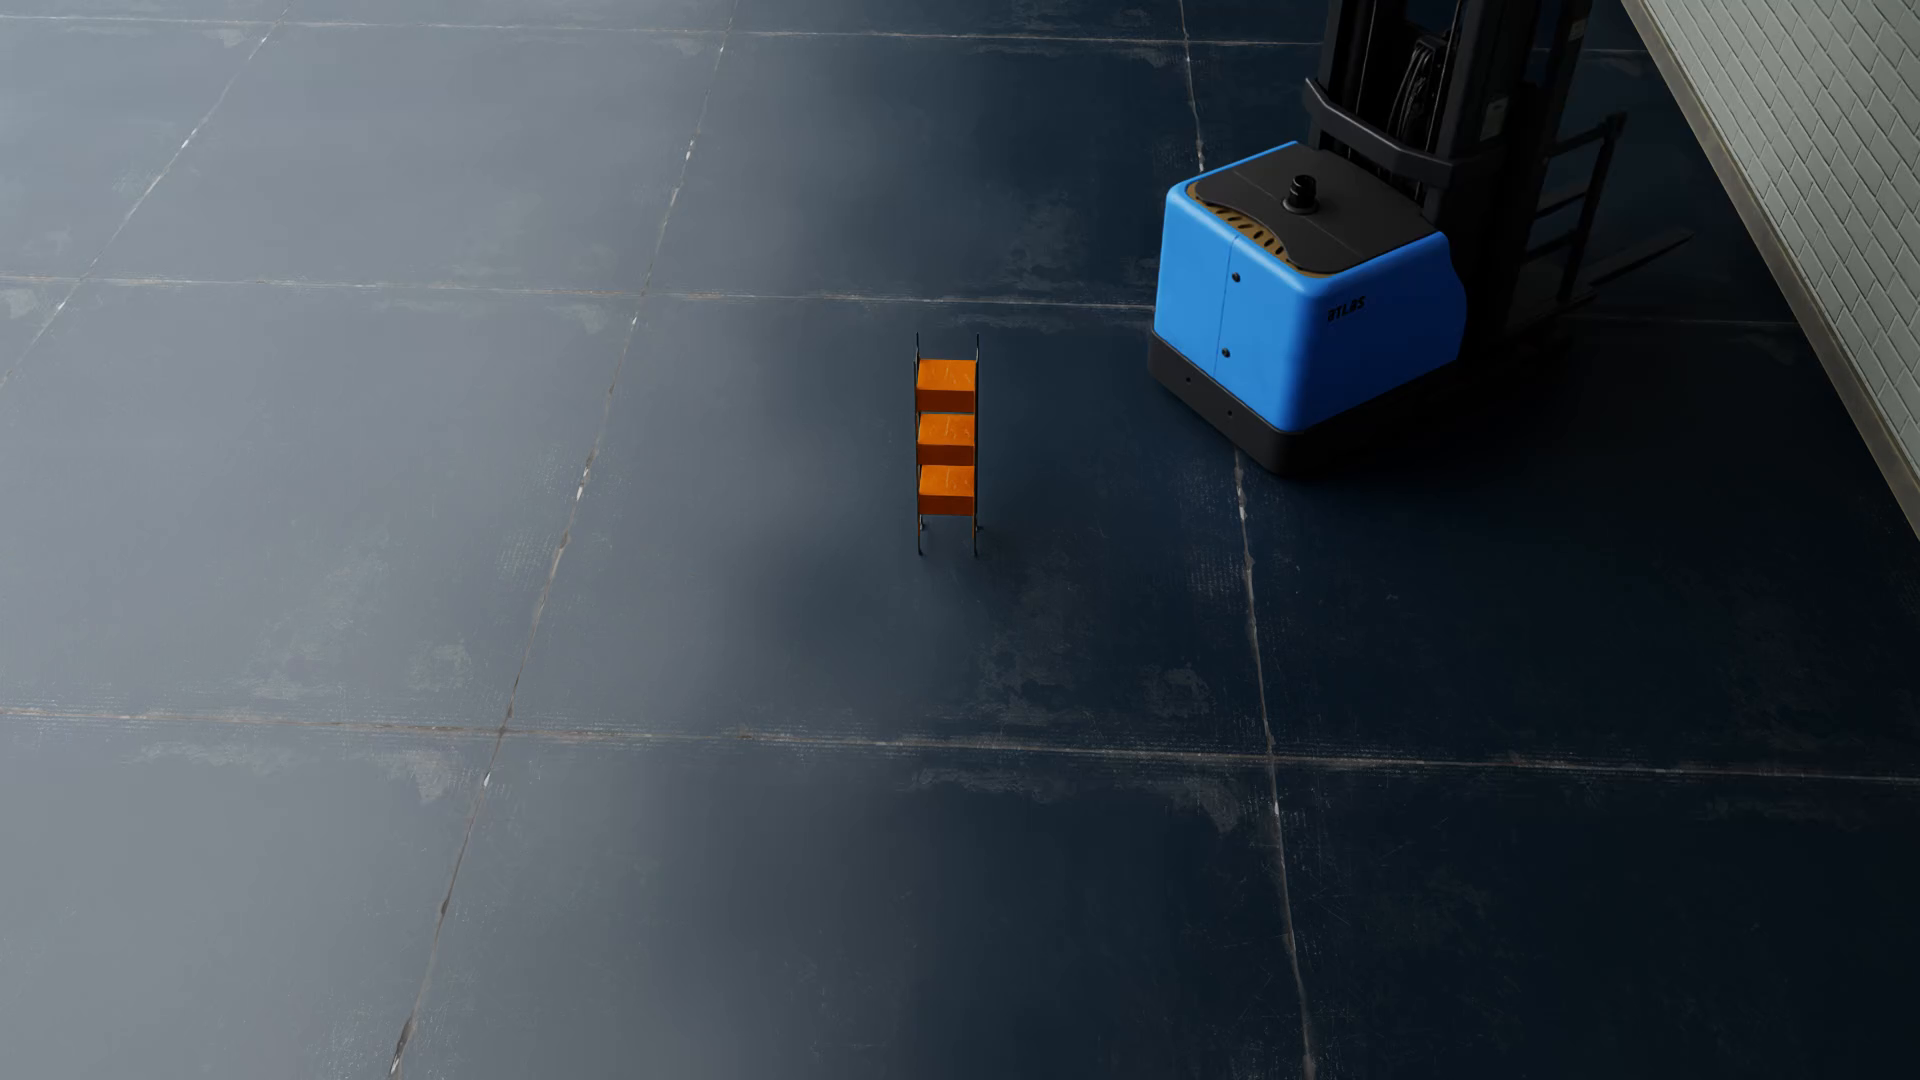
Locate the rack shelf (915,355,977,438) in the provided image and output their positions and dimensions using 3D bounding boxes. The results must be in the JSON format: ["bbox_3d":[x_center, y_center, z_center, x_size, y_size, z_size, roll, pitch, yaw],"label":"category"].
[{"bbox_3d":[-0.053,-0.586,6.793,0.240,0.259,0.215,2,43,2],"label":"rack shelf"}]

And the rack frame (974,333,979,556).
[{"bbox_3d":[0.068,-0.382,6.975,0.008,1.050,0.200,2,43,2],"label":"rack frame"}]

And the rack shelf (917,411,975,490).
[{"bbox_3d":[-0.053,-0.378,6.987,0.240,0.259,0.215,2,43,2],"label":"rack shelf"}]

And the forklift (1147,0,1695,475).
[{"bbox_3d":[2.425,-2.153,7.496,3.031,2.935,1.130,-24,48,-24],"label":"forklift"}]

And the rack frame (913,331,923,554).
[{"bbox_3d":[-0.175,-0.390,6.983,0.008,1.050,0.200,2,43,2],"label":"rack frame"}]

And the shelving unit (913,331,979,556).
[{"bbox_3d":[-0.053,-0.386,6.979,0.252,1.050,0.215,2,43,2],"label":"shelving unit"}]

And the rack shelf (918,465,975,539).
[{"bbox_3d":[-0.053,-0.175,7.176,0.240,0.259,0.215,2,43,2],"label":"rack shelf"}]
